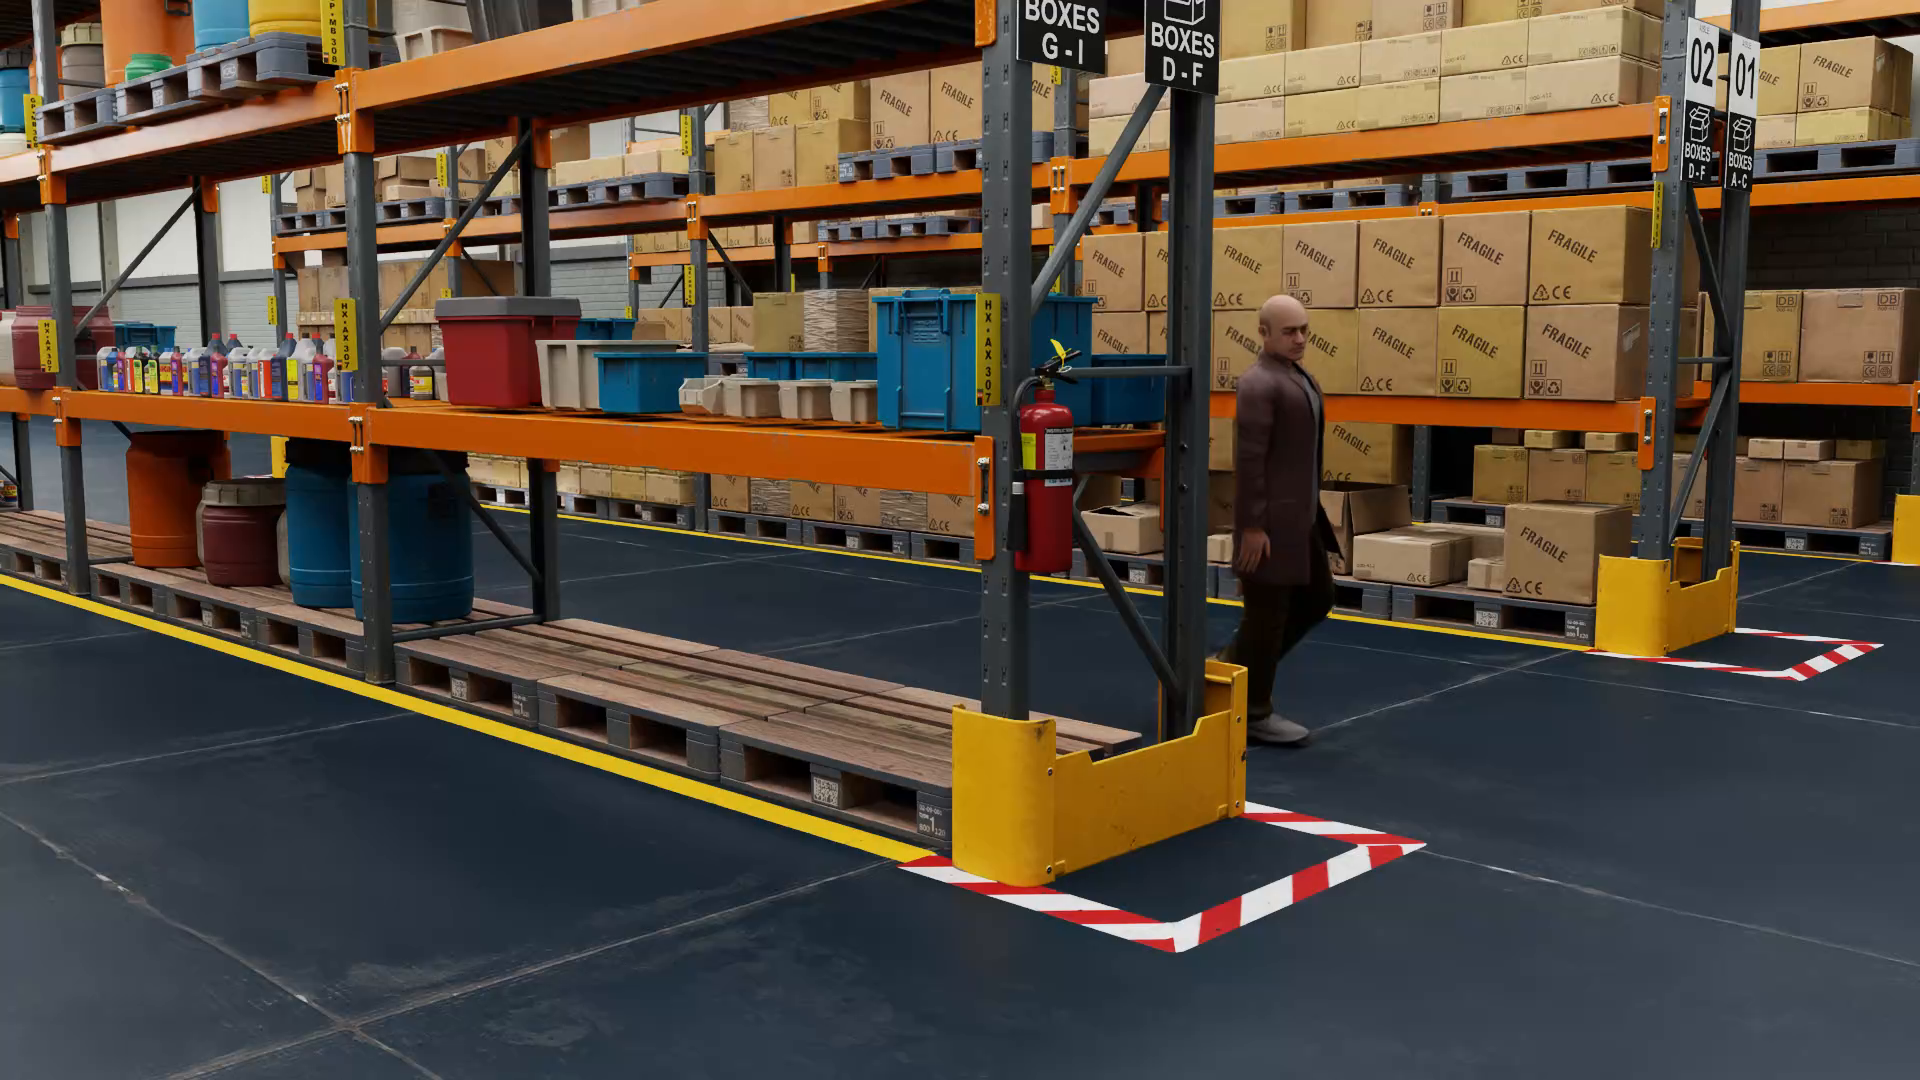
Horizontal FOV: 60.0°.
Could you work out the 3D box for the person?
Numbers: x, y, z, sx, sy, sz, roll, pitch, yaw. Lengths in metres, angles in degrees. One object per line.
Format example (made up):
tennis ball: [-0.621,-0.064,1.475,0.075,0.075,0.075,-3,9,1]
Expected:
person: [1.231,-0.083,6.651,0.549,1.772,0.720,4,8,27]
